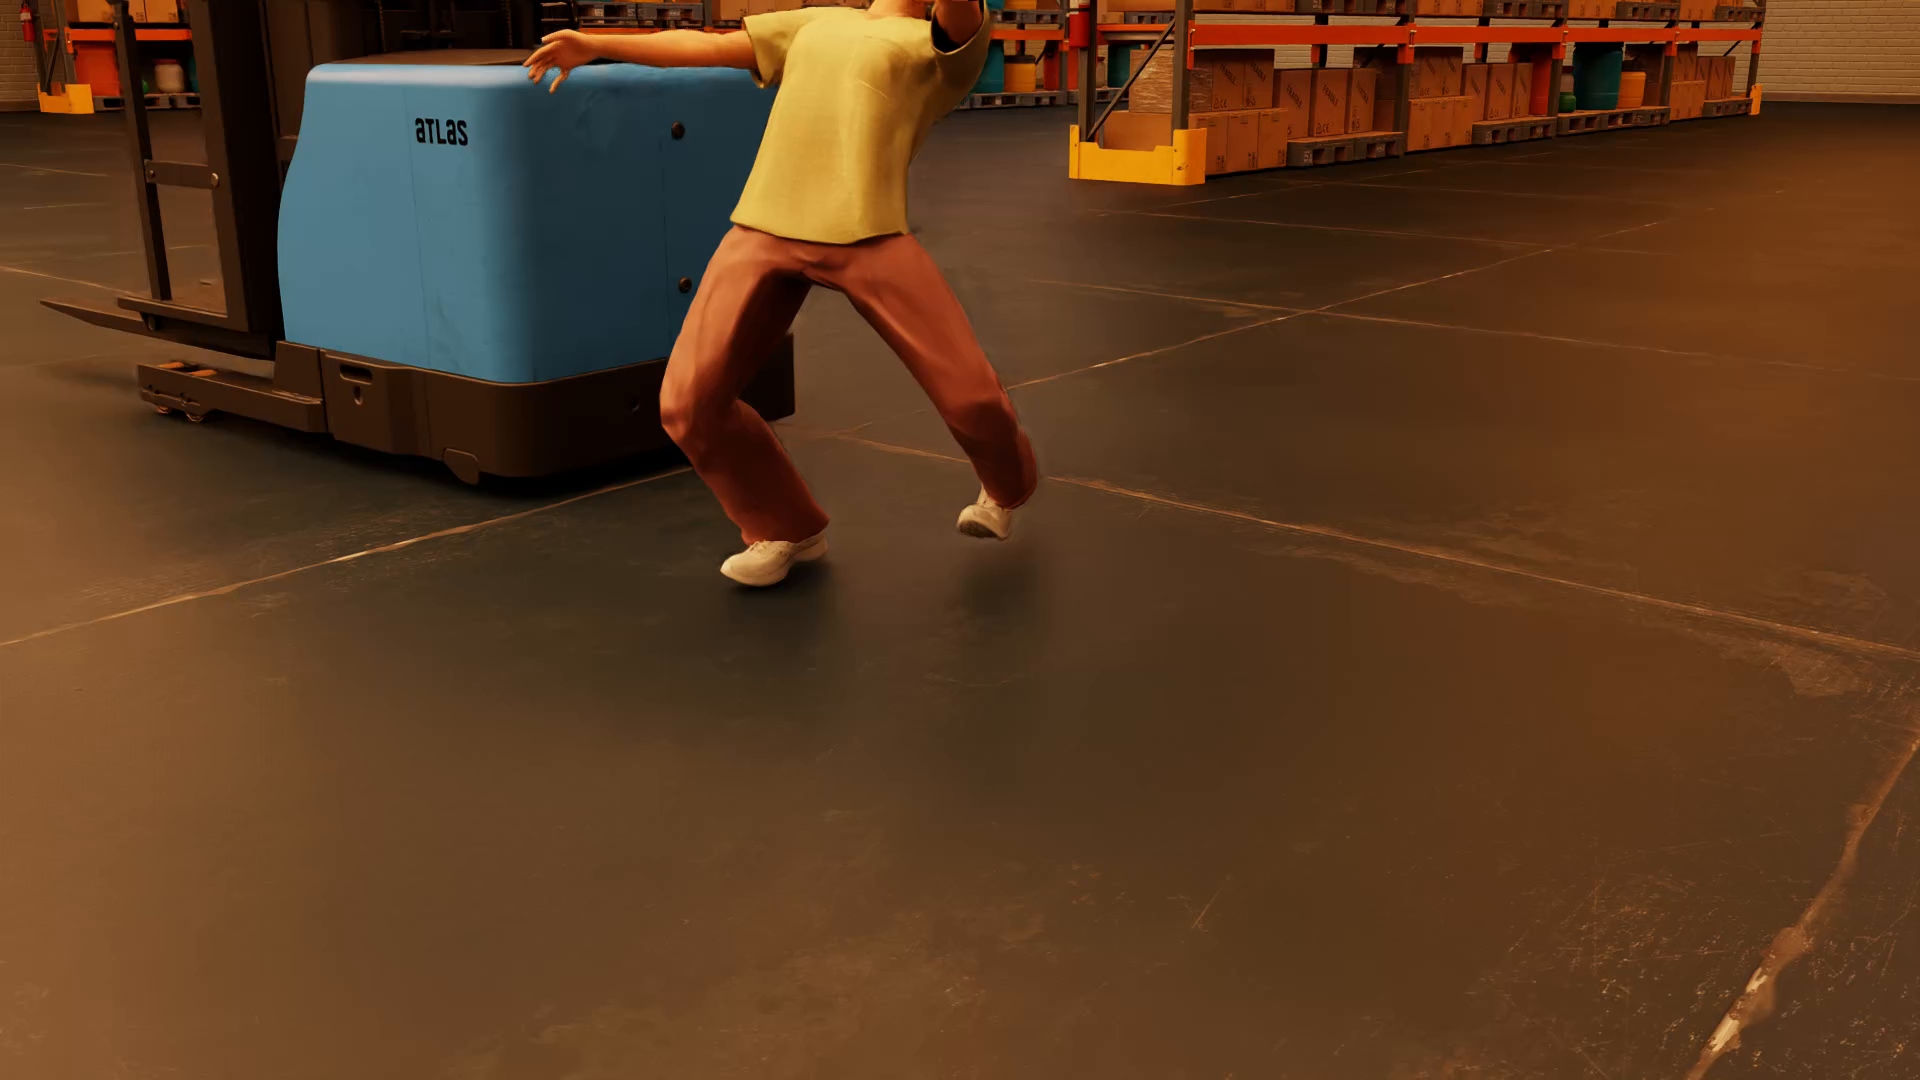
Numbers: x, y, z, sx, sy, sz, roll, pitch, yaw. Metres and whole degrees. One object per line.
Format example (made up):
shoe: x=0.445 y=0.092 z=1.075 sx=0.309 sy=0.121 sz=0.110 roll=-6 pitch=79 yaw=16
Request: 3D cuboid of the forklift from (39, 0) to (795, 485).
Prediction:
forklift: x=-1.962 y=-1.870 z=5.055 sx=3.031 sy=2.935 sz=1.130 roll=13 pitch=21 yaw=36

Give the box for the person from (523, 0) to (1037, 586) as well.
person: x=-0.355 y=-0.622 z=3.437 sx=1.008 sy=1.461 sz=0.682 roll=3 pitch=17 yaw=9
